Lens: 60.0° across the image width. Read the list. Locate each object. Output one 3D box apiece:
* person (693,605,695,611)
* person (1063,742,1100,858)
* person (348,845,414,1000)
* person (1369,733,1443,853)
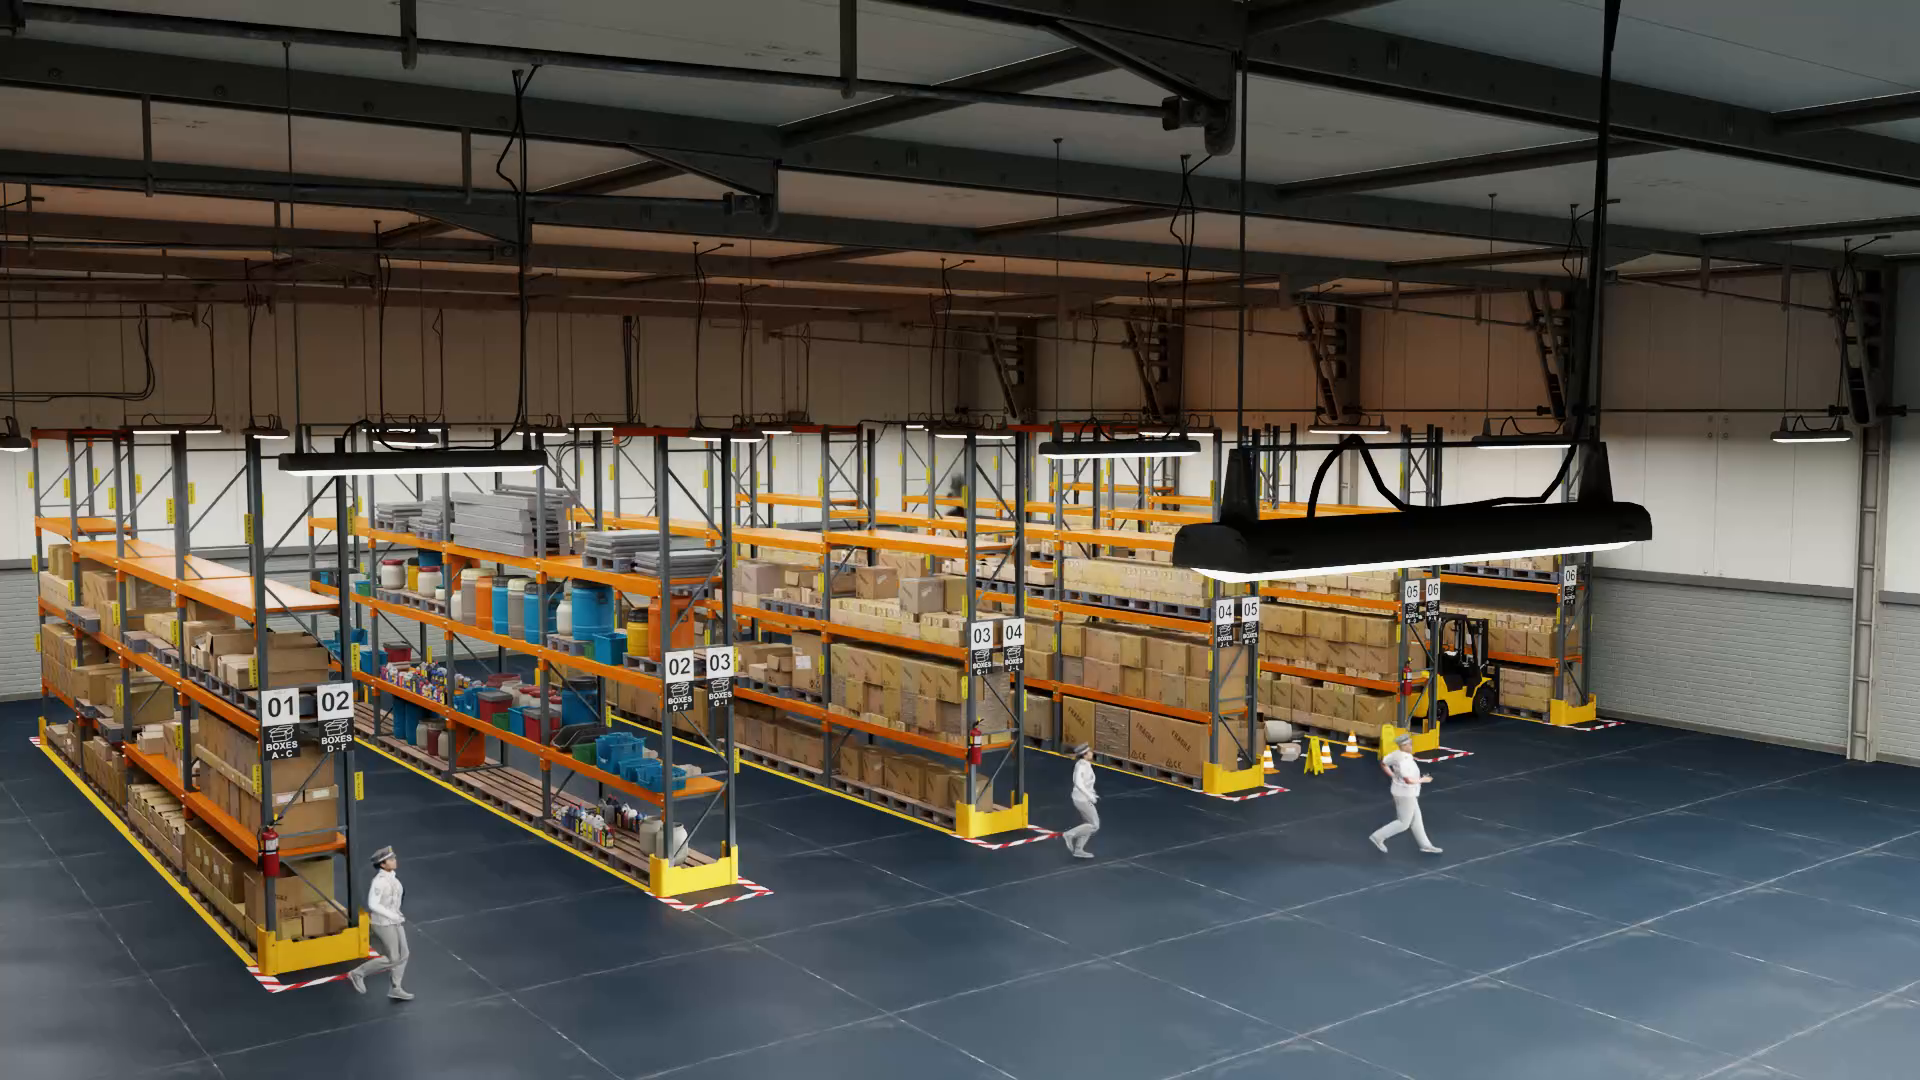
[{"bbox_3d":[-6.521,2.354,40.083,0.645,1.642,0.880,1,5,9],"label":"person"},{"bbox_3d":[1.742,3.672,23.568,0.480,1.634,0.601,0,4,-2],"label":"person"},{"bbox_3d":[-6.206,4.110,17.811,0.664,1.687,0.637,-1,5,-7],"label":"person"},{"bbox_3d":[6.314,3.582,23.495,1.074,1.743,0.676,0,4,2],"label":"person"}]
